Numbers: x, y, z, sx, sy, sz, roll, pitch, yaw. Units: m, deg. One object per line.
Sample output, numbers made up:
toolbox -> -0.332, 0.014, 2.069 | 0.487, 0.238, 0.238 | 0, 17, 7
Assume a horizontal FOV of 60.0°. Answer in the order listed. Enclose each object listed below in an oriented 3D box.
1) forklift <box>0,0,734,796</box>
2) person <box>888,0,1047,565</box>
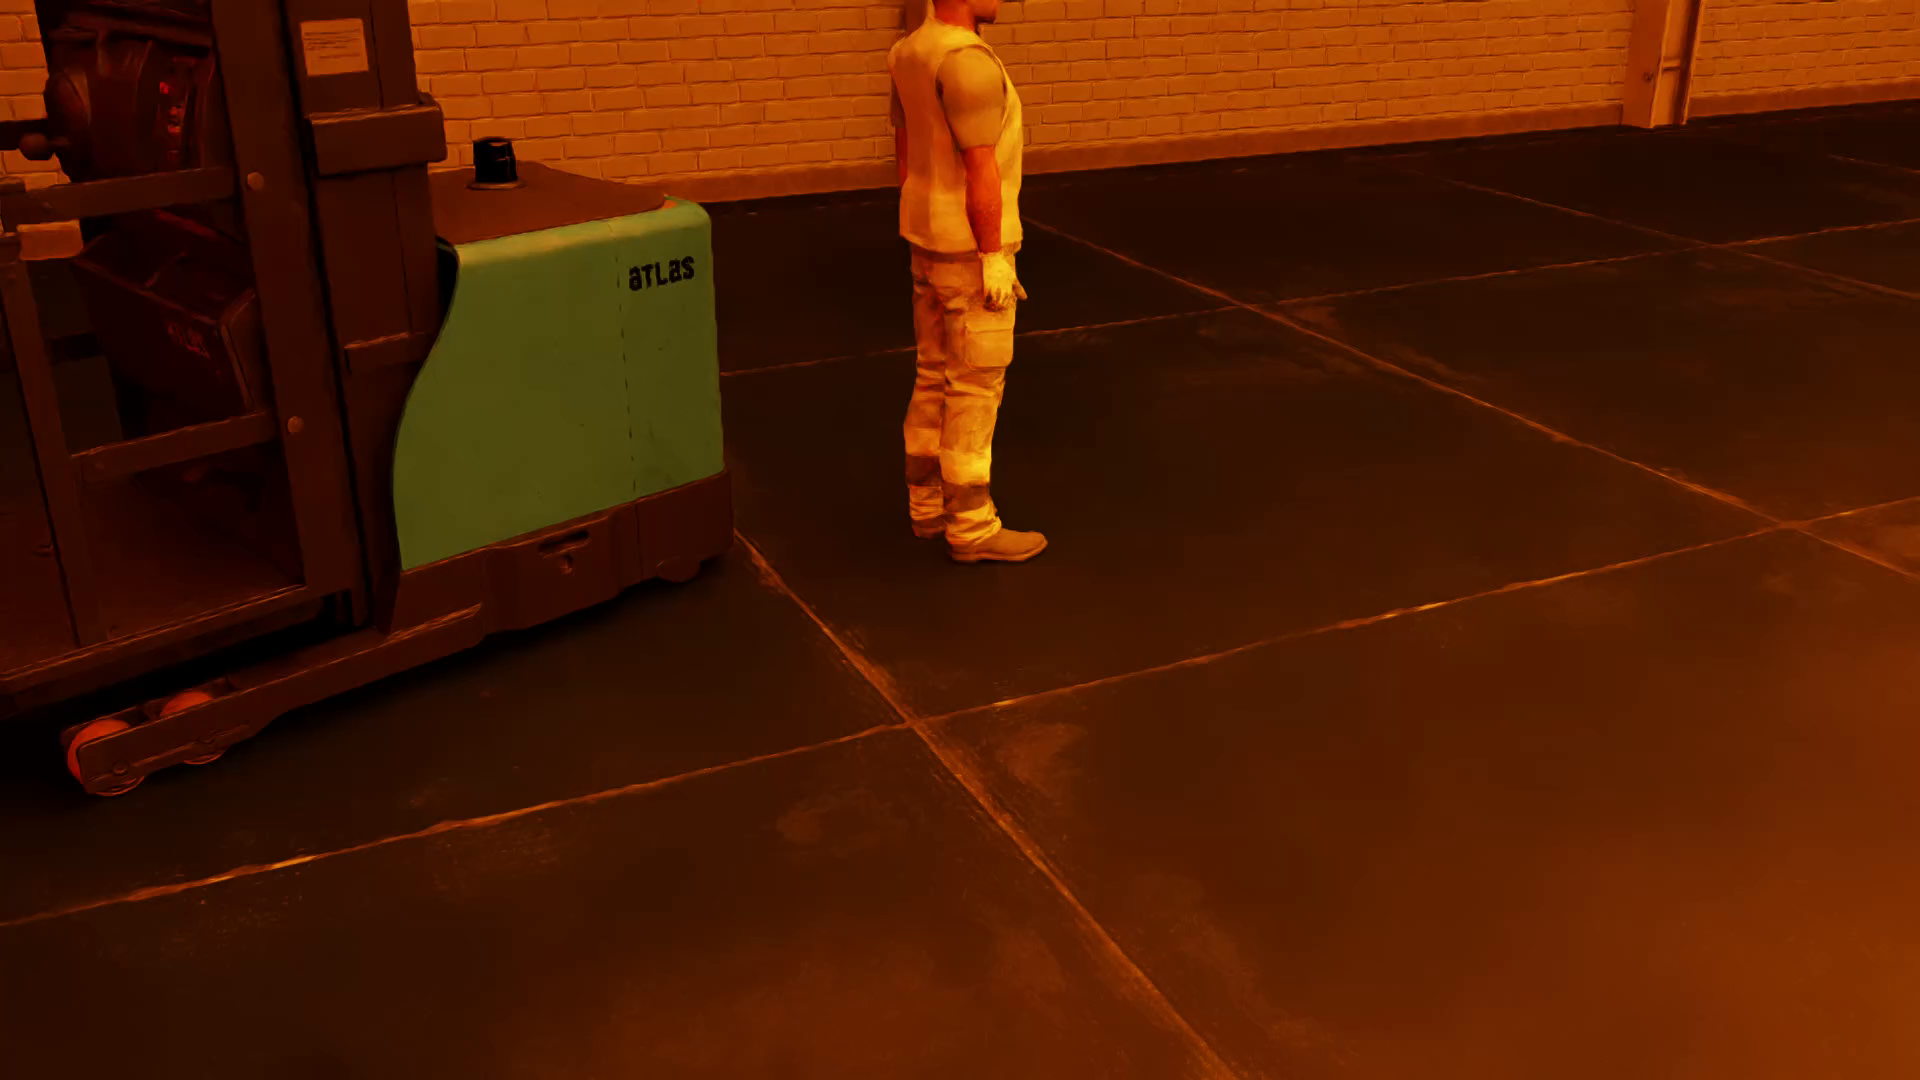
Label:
forklift -> -2.060, -1.004, 3.702 | 1.130, 2.935, 3.031 | 21, 30, 41
person -> 0.018, -0.831, 4.772 | 0.349, 1.795, 0.540 | -10, 25, -23
